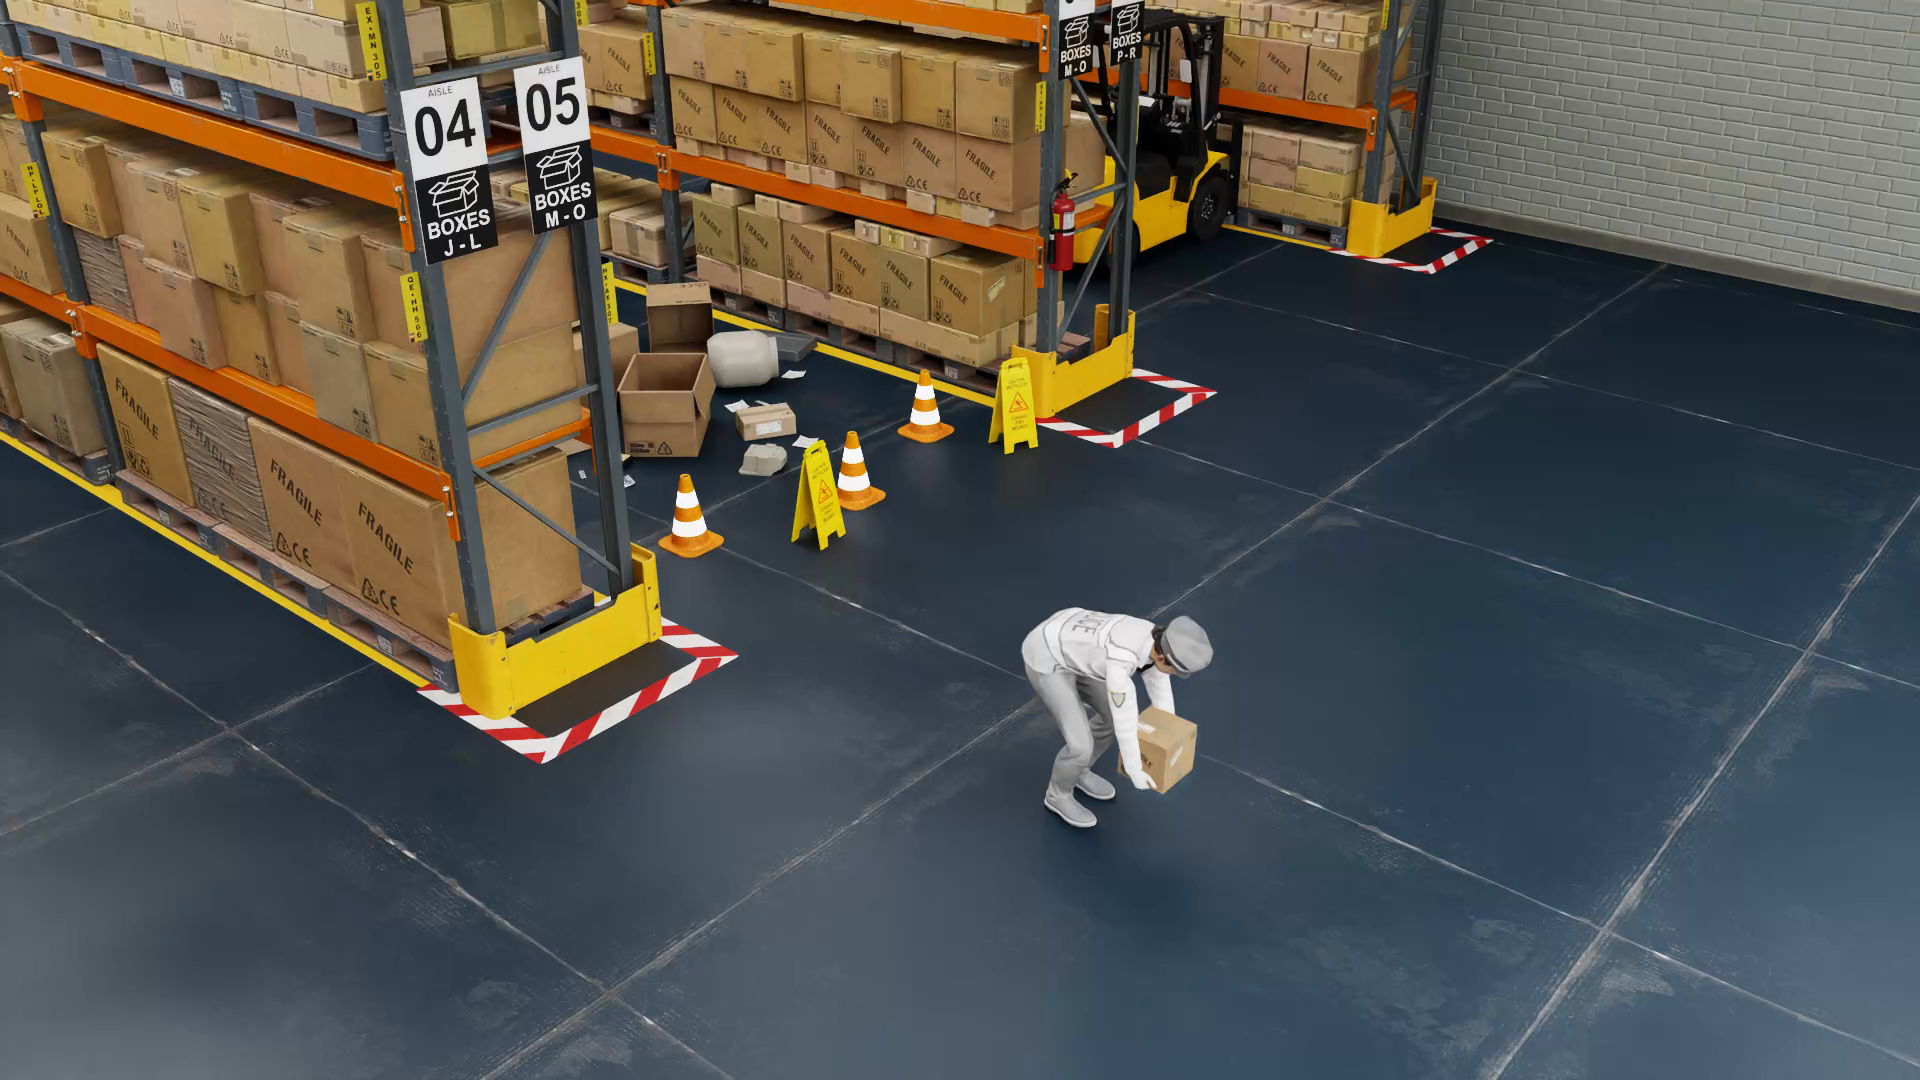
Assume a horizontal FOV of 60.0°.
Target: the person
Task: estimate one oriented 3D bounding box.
[{"bbox_3d":[0.706,0.792,7.638,0.912,1.169,0.433,19,33,32],"label":"person"}]
